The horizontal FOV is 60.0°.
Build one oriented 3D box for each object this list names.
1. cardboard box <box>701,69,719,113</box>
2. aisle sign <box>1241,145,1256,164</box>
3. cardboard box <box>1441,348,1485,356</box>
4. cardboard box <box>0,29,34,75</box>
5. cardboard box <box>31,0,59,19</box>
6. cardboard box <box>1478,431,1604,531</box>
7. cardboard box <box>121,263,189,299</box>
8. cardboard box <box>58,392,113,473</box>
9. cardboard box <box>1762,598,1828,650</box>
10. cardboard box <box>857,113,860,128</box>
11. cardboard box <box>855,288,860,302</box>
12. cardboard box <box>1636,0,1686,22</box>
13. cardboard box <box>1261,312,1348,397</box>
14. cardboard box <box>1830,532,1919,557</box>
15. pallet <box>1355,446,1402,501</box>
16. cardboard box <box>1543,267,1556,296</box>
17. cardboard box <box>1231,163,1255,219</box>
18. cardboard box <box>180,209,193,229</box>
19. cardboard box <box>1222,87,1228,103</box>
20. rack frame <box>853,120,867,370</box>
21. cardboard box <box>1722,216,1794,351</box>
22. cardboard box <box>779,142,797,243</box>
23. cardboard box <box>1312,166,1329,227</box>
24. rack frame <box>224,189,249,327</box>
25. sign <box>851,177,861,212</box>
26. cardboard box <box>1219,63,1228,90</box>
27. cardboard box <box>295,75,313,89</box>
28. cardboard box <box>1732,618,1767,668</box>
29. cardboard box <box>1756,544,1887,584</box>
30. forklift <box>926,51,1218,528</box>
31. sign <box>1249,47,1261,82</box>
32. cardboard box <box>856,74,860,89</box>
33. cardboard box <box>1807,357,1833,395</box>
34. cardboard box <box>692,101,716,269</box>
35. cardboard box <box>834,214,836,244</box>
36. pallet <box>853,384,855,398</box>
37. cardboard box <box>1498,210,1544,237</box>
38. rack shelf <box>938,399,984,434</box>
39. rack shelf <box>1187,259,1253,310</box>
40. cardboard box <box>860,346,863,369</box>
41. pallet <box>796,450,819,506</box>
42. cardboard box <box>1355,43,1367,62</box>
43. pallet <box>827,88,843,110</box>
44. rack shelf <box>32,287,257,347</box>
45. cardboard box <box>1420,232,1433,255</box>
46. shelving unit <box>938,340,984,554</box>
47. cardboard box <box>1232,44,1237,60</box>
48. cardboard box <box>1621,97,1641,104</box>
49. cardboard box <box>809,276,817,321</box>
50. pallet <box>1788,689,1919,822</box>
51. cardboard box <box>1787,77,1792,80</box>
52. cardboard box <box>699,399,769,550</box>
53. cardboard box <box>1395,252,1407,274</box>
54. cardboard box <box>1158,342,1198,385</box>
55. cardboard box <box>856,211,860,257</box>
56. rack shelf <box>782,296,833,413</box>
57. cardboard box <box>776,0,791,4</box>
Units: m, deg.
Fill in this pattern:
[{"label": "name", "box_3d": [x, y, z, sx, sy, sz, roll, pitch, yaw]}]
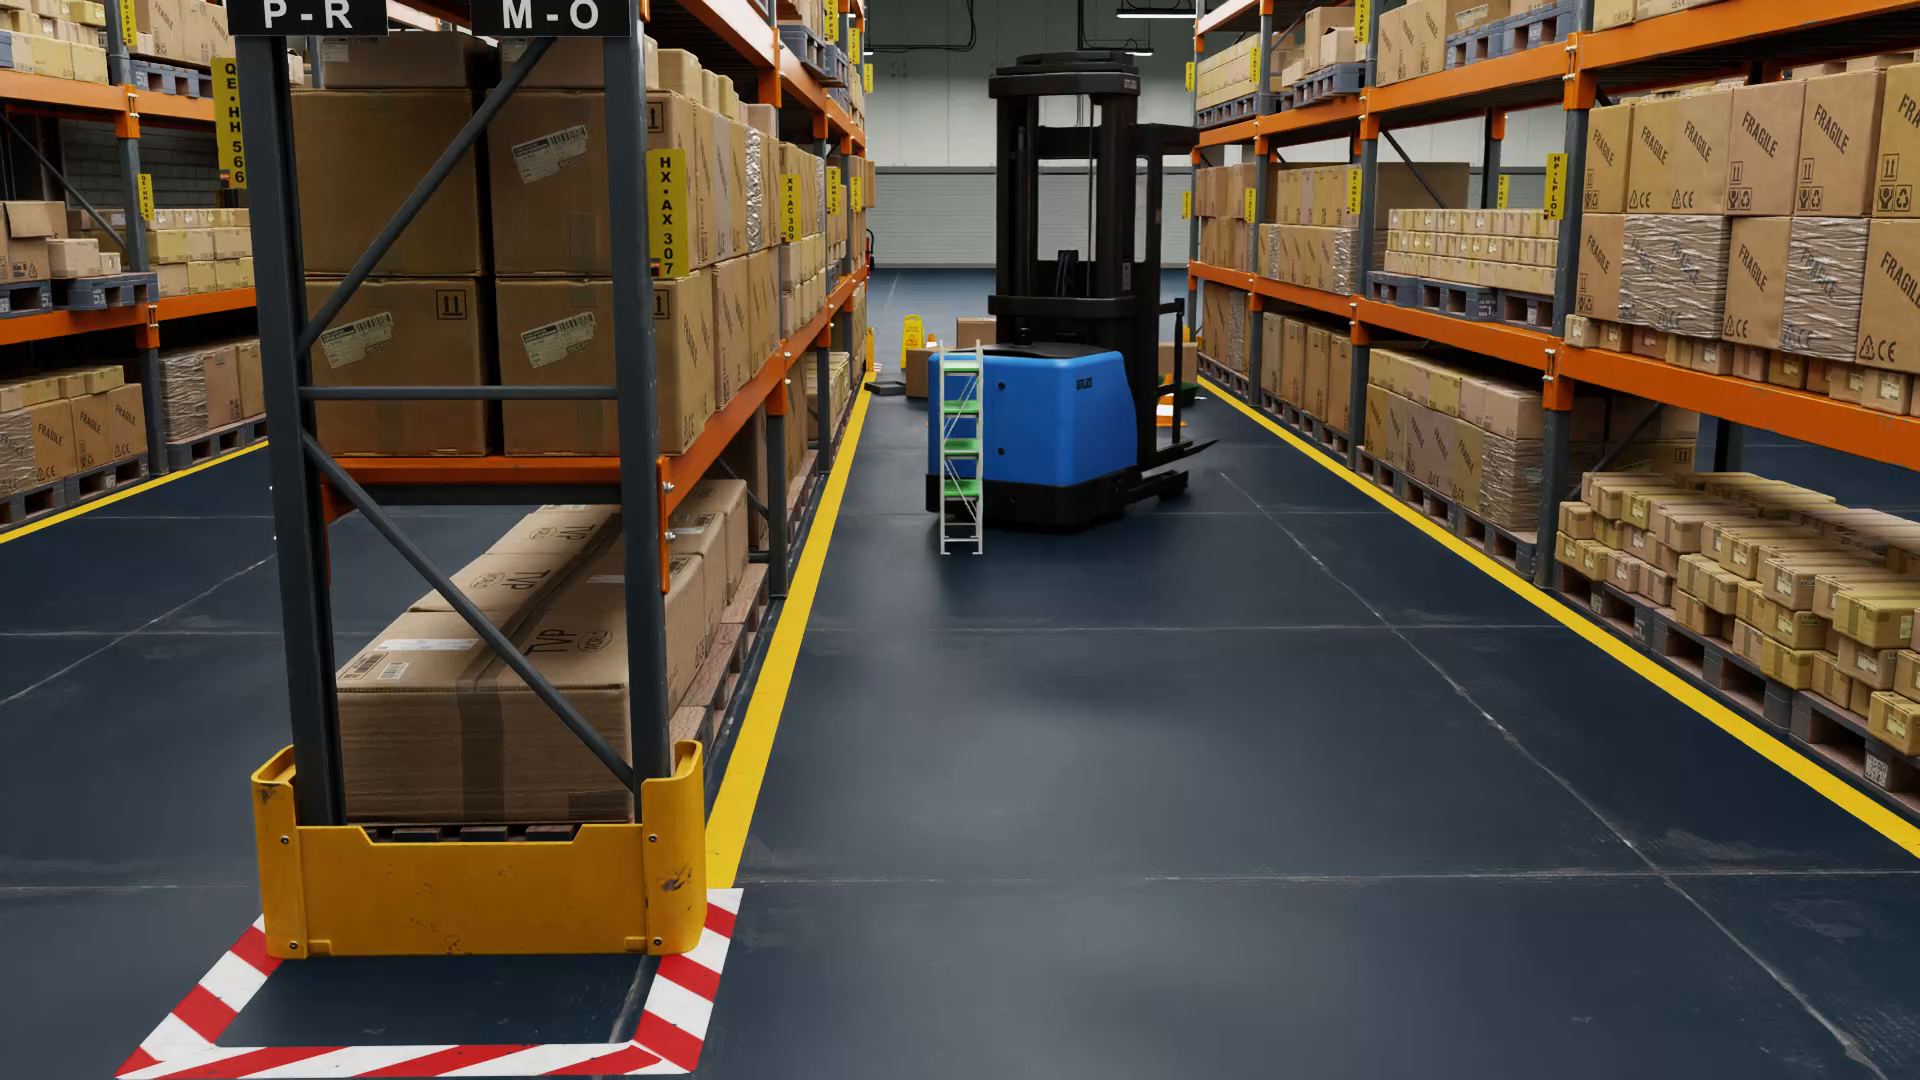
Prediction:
[{"label": "cardboard box", "box_3d": [-1.053, -1.567, 5.841, 0.380, 0.149, 0.250, 0, 11, -1]}, {"label": "aisle sign", "box_3d": [3.605, -4.891, 20.083, 0.394, 0.787, 0.004, 0, 11, -1]}, {"label": "cardboard box", "box_3d": [3.748, -1.225, 11.895, 0.500, 0.250, 0.500, -1, 11, -2]}, {"label": "cardboard box", "box_3d": [-6.163, -3.046, 10.360, 0.500, 0.250, 0.500, 0, 11, -1]}, {"label": "cardboard box", "box_3d": [-6.179, -3.515, 10.922, 0.380, 0.149, 0.250, -1, 11, -3]}, {"label": "cardboard box", "box_3d": [3.287, -0.343, 9.435, 0.500, 0.500, 0.500, 0, 11, -2]}, {"label": "cardboard box", "box_3d": [-6.203, -1.965, 12.579, 0.500, 0.250, 0.500, 0, 11, -1]}, {"label": "cardboard box", "box_3d": [-6.214, -0.748, 11.431, 0.500, 0.500, 0.500, 0, 11, -2]}, {"label": "cardboard box", "box_3d": [3.304, 0.315, 6.329, 0.380, 0.149, 0.250, 0, 11, 0]}, {"label": "cardboard box", "box_3d": [-1.277, -4.533, 17.946, 0.380, 0.149, 0.250, 0, 11, -2]}, {"label": "cardboard box", "box_3d": [-1.264, -2.609, 17.715, 0.380, 0.149, 0.250, 0, 11, 2]}, {"label": "cardboard box", "box_3d": [3.319, -2.420, 7.276, 0.500, 0.250, 0.500, 0, 11, -2]}, {"label": "cardboard box", "box_3d": [3.492, -1.786, 15.923, 1.050, 0.750, 0.750, 0, 11, -1]}, {"label": "cardboard box", "box_3d": [3.818, 0.062, 6.825, 0.380, 0.149, 0.250, 0, 11, -1]}, {"label": "pallet", "box_3d": [3.486, -0.489, 11.939, 1.003, 0.211, 1.213, 0, 11, -1]}, {"label": "cardboard box", "box_3d": [3.348, -1.377, 8.877, 0.380, 0.149, 0.250, 0, 11, -2]}, {"label": "cardboard box", "box_3d": [3.288, -3.591, 17.124, 0.875, 0.550, 0.550, 0, 11, -1]}, {"label": "cardboard box", "box_3d": [-6.188, -2.485, 12.881, 0.380, 0.149, 0.250, 0, 11, 0]}, {"label": "cardboard box", "box_3d": [3.029, -4.782, 17.868, 0.380, 0.149, 0.250, 0, 11, -1]}, {"label": "rack frame", "box_3d": [-1.641, -3.561, 20.067, 1.000, 3.000, 0.127, 0, 11, -1]}, {"label": "cardboard box", "box_3d": [3.345, -1.006, 6.475, 0.500, 0.500, 0.500, 0, 11, 2]}, {"label": "cardboard box", "box_3d": [-1.114, -1.803, 8.637, 0.500, 0.500, 0.500, 0, 11, 0]}, {"label": "cardboard box", "box_3d": [3.437, -2.943, 14.257, 0.700, 0.500, 0.500, 0, 11, -2]}, {"label": "rack frame", "box_3d": [-6.521, -2.745, 16.044, 1.000, 3.000, 0.127, 0, 11, -1]}, {"label": "sign", "box_3d": [-1.003, -3.336, 16.047, 0.100, 0.325, 0.005, 0, 11, -1]}, {"label": "cardboard box", "box_3d": [3.092, -5.001, 17.940, 0.500, 0.250, 0.500, 0, 11, -1]}, {"label": "cardboard box", "box_3d": [-6.226, -4.437, 16.164, 0.380, 0.149, 0.250, 0, 11, 0]}, {"label": "cardboard box", "box_3d": [3.320, 0.409, 6.611, 0.380, 0.149, 0.250, 0, 11, 0]}, {"label": "cardboard box", "box_3d": [3.395, 0.116, 6.561, 0.380, 0.149, 0.250, -1, 11, -3]}, {"label": "forklift", "box_3d": [0.944, -1.761, 11.367, 1.130, 2.935, 3.031, 6, 13, 29]}, {"label": "sign", "box_3d": [2.834, -4.566, 15.977, 0.100, 0.325, 0.005, 0, 11, -1]}, {"label": "cardboard box", "box_3d": [-1.273, -4.928, 17.887, 0.380, 0.149, 0.250, 0, 11, 0]}, {"label": "cardboard box", "box_3d": [3.409, -0.618, 6.192, 0.380, 0.149, 0.250, -1, 11, -4]}, {"label": "cardboard box", "box_3d": [-1.053, -1.119, 5.263, 0.500, 0.500, 0.500, -1, 11, -3]}, {"label": "cardboard box", "box_3d": [-1.289, -2.671, 13.623, 0.500, 0.500, 0.500, 0, 11, 0]}, {"label": "pallet", "box_3d": [-1.607, -1.533, 17.082, 1.003, 0.211, 1.213, 0, 11, -1]}, {"label": "cardboard box", "box_3d": [3.335, -1.826, 9.596, 0.380, 0.149, 0.250, 0, 11, -1]}, {"label": "rack shelf", "box_3d": [0.003, -0.728, 9.743, 0.258, 0.148, 0.480, 0, 11, -1]}, {"label": "rack shelf", "box_3d": [3.347, -2.851, 18.378, 1.077, 0.370, 4.000, 0, 11, -1]}, {"label": "cardboard box", "box_3d": [-1.336, -2.053, 18.492, 0.500, 0.250, 0.500, -1, 11, -3]}, {"label": "pallet", "box_3d": [-1.535, -0.447, 11.732, 1.003, 0.211, 1.213, 0, 11, -1]}, {"label": "cardboard box", "box_3d": [3.239, -3.740, 12.683, 0.380, 0.166, 0.250, 0, 11, -1]}, {"label": "pallet", "box_3d": [-1.627, -3.815, 14.245, 1.213, 0.211, 1.003, 0, 11, -1]}, {"label": "rack shelf", "box_3d": [-6.479, -1.995, 14.155, 1.077, 0.370, 4.000, 0, 11, -1]}, {"label": "cardboard box", "box_3d": [3.303, -1.986, 11.129, 0.380, 0.149, 0.250, 0, 11, -1]}, {"label": "shelving unit", "box_3d": [0.003, -0.555, 9.778, 0.258, 1.200, 0.503, 0, 11, -1]}, {"label": "cardboard box", "box_3d": [3.041, -5.072, 17.287, 0.380, 0.149, 0.250, 0, 11, -1]}, {"label": "cardboard box", "box_3d": [7.950, -5.086, 19.414, 0.380, 0.149, 0.250, 0, 11, 0]}, {"label": "cardboard box", "box_3d": [-1.146, -1.495, 10.260, 0.500, 0.250, 0.500, 0, 11, -2]}, {"label": "pallet", "box_3d": [3.654, 0.769, 5.738, 1.003, 0.211, 1.213, 0, 11, -1]}, {"label": "cardboard box", "box_3d": [8.054, -4.462, 16.338, 0.380, 0.149, 0.250, 0, 11, 1]}, {"label": "cardboard box", "box_3d": [-1.486, -0.463, 9.085, 0.875, 0.875, 0.875, 0, 11, 1]}, {"label": "cardboard box", "box_3d": [3.284, -1.951, 11.706, 0.380, 0.149, 0.250, 0, 11, 2]}, {"label": "cardboard box", "box_3d": [2.331, -1.887, 18.096, 0.500, 0.500, 0.500, 2, 12, 9]}, {"label": "cardboard box", "box_3d": [-1.320, -3.249, 17.529, 0.500, 0.500, 0.500, 0, 11, -2]}, {"label": "rack shelf", "box_3d": [-1.434, -1.221, 10.340, 1.077, 0.370, 4.000, 0, 11, -1]}, {"label": "cardboard box", "box_3d": [-1.053, -2.886, 8.480, 0.396, 0.266, 0.258, 0, 11, -2]}]
